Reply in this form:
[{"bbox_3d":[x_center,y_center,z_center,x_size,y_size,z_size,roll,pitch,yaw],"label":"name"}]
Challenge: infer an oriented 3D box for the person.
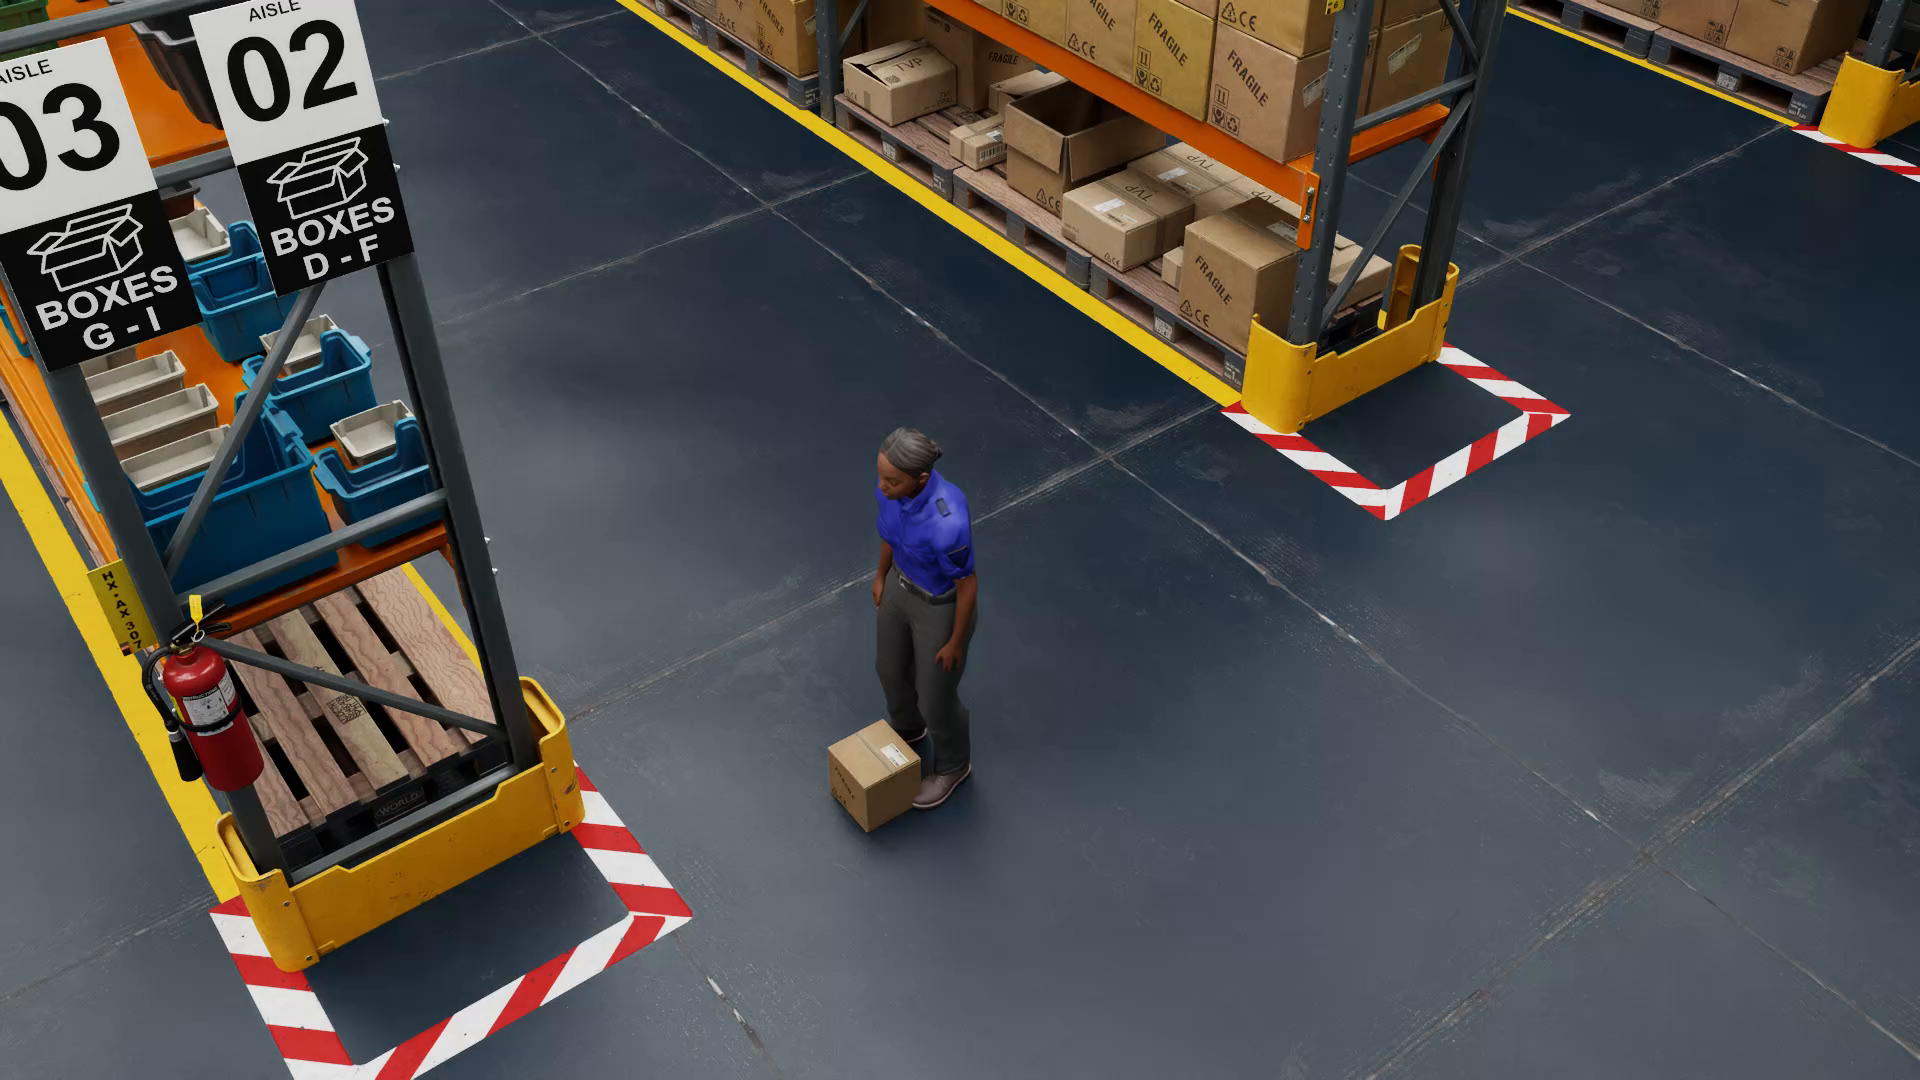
[{"bbox_3d":[-0.141,0.243,5.877,0.348,1.654,0.503,-27,47,-28],"label":"person"}]
